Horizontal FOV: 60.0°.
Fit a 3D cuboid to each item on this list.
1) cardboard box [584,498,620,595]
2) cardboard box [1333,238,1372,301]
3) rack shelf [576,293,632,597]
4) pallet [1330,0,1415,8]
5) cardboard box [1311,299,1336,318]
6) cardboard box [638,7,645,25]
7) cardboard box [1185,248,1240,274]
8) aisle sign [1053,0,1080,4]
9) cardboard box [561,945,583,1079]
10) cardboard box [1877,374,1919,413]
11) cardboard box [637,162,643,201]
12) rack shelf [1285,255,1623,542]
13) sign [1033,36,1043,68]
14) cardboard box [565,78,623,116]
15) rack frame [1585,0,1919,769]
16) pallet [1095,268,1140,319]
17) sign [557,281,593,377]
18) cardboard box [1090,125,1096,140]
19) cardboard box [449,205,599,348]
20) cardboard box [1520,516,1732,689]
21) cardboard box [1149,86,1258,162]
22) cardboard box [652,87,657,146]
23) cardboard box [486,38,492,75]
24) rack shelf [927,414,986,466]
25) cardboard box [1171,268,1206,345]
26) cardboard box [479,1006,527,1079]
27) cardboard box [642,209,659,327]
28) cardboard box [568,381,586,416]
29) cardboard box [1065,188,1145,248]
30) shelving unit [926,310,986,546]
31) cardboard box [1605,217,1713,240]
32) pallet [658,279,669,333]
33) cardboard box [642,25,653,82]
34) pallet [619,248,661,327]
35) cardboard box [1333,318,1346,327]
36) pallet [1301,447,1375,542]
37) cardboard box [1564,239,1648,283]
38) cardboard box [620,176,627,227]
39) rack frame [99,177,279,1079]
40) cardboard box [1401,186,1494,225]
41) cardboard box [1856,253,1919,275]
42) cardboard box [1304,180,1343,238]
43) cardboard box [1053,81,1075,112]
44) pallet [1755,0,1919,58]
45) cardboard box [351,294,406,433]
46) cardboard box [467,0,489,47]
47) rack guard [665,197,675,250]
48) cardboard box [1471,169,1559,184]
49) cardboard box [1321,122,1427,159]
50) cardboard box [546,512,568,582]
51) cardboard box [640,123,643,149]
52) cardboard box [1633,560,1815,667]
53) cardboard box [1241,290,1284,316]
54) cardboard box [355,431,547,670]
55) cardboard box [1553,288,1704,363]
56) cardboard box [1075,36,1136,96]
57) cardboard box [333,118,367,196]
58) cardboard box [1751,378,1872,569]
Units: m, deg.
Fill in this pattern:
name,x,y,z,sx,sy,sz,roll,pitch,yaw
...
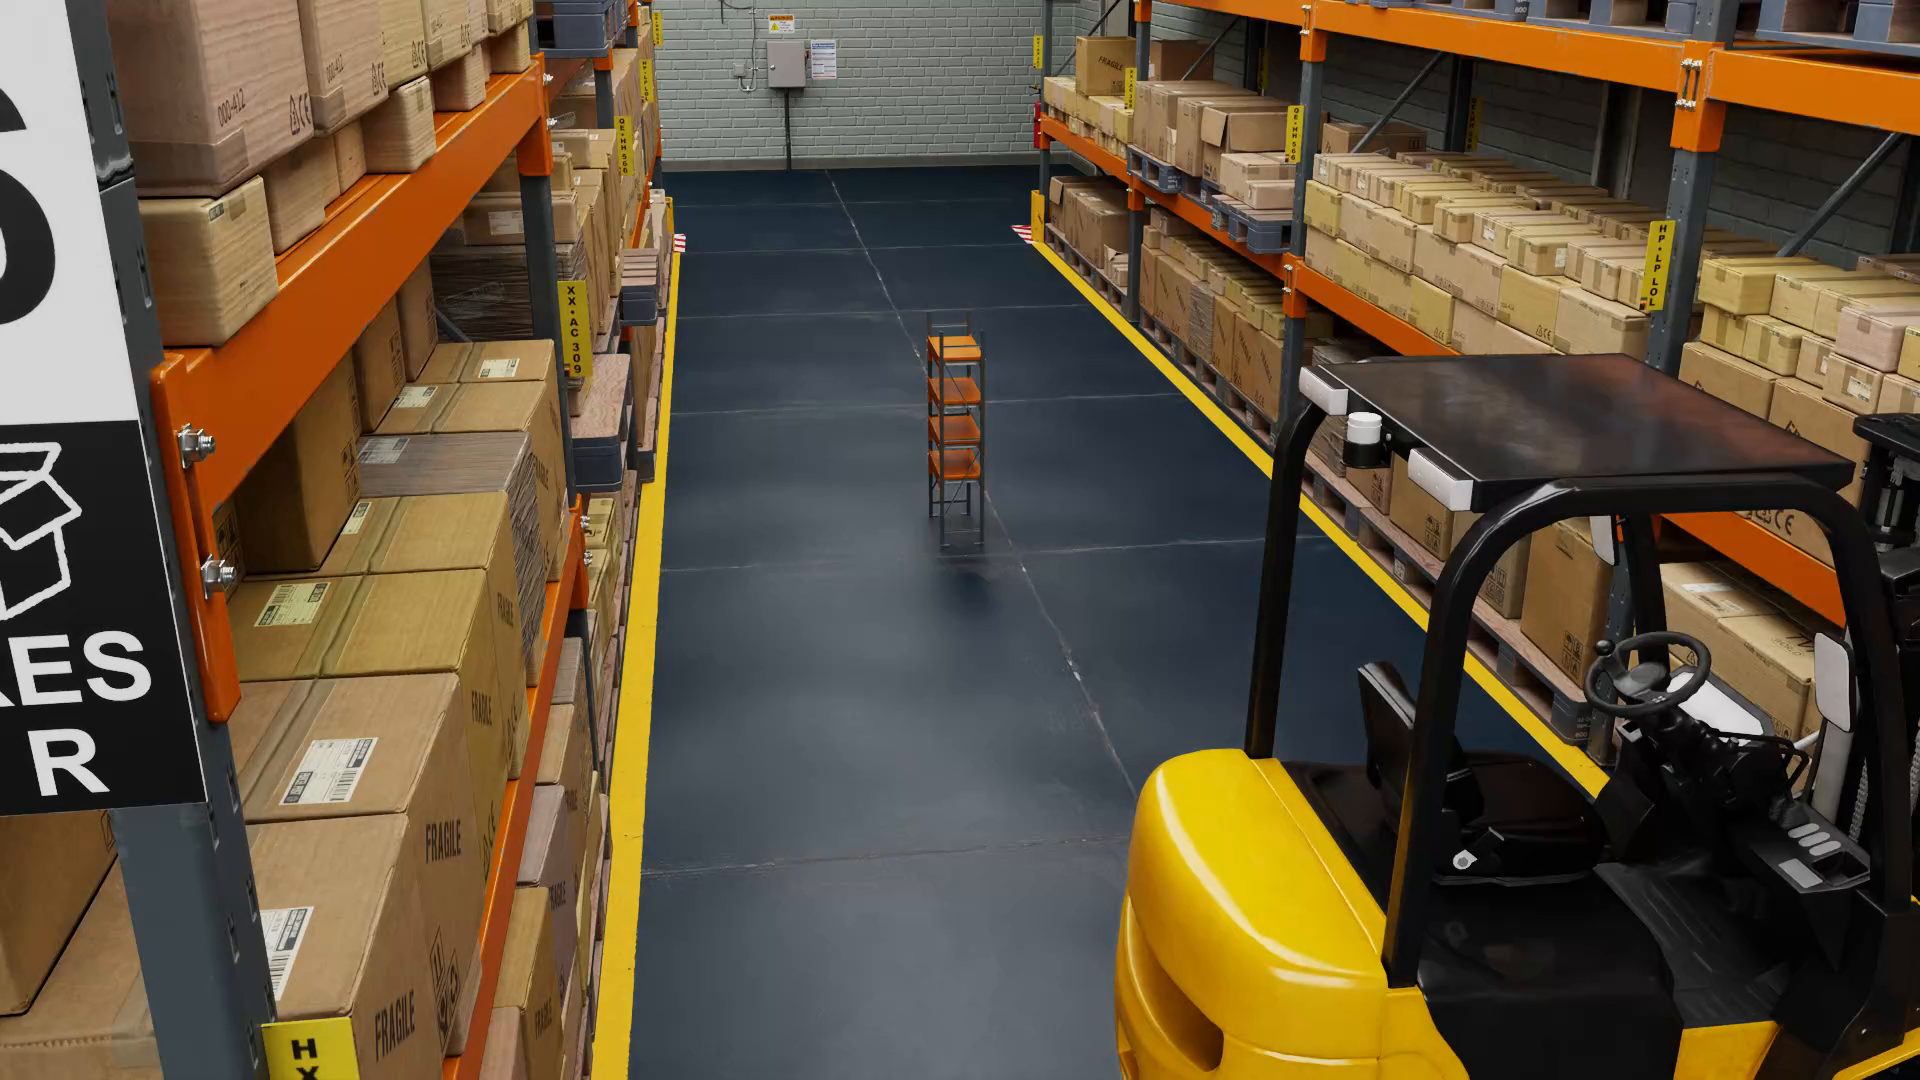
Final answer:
name,x,y,z,sx,sy,sz,roll,pitch,yaw
cardboard box,-2.119,0.090,7.842,0.950,0.372,0.625,-2,21,-6
cardboard box,2.392,-1.499,9.157,0.500,0.250,0.500,-3,21,-9
rack shelf,-2.120,-0.628,7.640,1.077,0.370,4.000,-3,21,-8
pallet,2.689,-2.996,8.933,1.213,0.211,1.003,-2,21,-5
cardboard box,2.609,-1.611,11.287,0.380,0.149,0.250,-3,21,-7
cardboard box,-3.135,-4.872,15.473,0.380,0.149,0.250,-2,21,-7
cardboard box,1.931,-2.124,12.660,0.380,0.149,0.250,-3,21,-8
aisle sign,1.049,-5.906,17.027,0.394,0.787,0.004,-3,21,-8
cardboard box,-1.325,1.370,4.591,0.500,0.250,0.500,-3,21,-7
cardboard box,2.968,-0.393,4.912,0.380,0.149,0.250,-3,21,-8
cardboard box,-2.599,-2.654,12.248,0.500,0.250,0.500,-3,21,-9
rack shelf,2.791,-0.880,8.314,1.077,0.370,4.000,-3,21,-8
sign,0.813,-5.058,17.233,0.100,0.325,0.005,-3,21,-8
cardboard box,-2.319,-2.527,10.124,0.500,0.500,0.500,-3,21,-8
rack frame,3.079,-0.525,6.334,1.000,3.000,0.127,-3,21,-8
pallet,1.828,-2.226,14.874,1.003,0.211,1.213,-3,21,-8
sign,-1.296,-0.709,5.589,0.100,0.325,0.005,-3,21,-8
cardboard box,1.425,-3.810,15.488,0.380,0.149,0.250,-3,21,-8
cardboard box,-1.689,-1.006,6.455,0.500,0.500,0.500,-3,21,-8
cardboard box,2.993,0.211,7.158,0.875,0.625,0.625,-2,21,-5
cardboard box,1.849,-3.180,12.700,0.700,0.500,0.500,-3,21,-7
cardboard box,-3.002,-3.791,14.935,0.500,0.500,0.500,-2,21,-6
cardboard box,-1.535,-1.375,4.682,0.380,0.149,0.250,-3,21,-7
rack shelf,-0.024,-0.556,9.183,0.258,0.148,0.480,-3,21,-8
cardboard box,1.927,-1.784,12.679,0.500,0.500,0.500,-4,21,-9
cardboard box,-1.182,1.370,3.519,0.500,0.500,0.500,-4,21,-10
cardboard box,-2.817,-2.034,12.810,0.875,0.875,0.875,-2,21,-6
cardboard box,-1.599,-0.559,6.185,0.380,0.149,0.250,-3,21,-7
cardboard box,1.429,-3.191,16.444,0.700,0.500,0.500,-2,21,-6
shelving unit,-0.024,-0.619,9.160,0.258,1.200,0.503,-3,21,-8
cardboard box,3.151,-1.365,7.513,0.380,0.149,0.250,-3,21,-8
pallet,-3.017,-2.004,14.279,1.003,0.211,1.213,-3,21,-8
cardboard box,-3.084,-4.437,15.237,0.500,0.500,0.500,-3,21,-8
pallet,-2.200,-1.327,8.755,1.213,0.211,1.003,-3,21,-8
cardboard box,2.668,-1.266,11.292,0.500,0.500,0.500,-3,21,-8
pallet,2.583,-0.316,9.761,1.003,0.211,1.213,-3,21,-8
cardboard box,2.772,-1.158,6.960,0.380,0.149,0.250,-3,21,-8
cardboard box,-2.237,-2.010,9.810,0.500,0.250,0.500,-3,21,-8
rack frame,-1.255,1.112,1.952,1.000,3.000,0.127,-3,21,-8
cardboard box,2.454,-1.689,8.380,0.380,0.149,0.250,-2,21,-7
cardboard box,3.424,-0.919,5.895,0.380,0.149,0.250,-3,21,-8
cardboard box,2.300,-1.906,9.533,0.500,0.250,0.500,-3,21,-8
cardboard box,1.221,-4.403,16.508,0.500,0.250,0.500,-3,21,-7
pallet,3.228,-1.594,5.037,1.003,0.211,1.213,-3,21,-8
cardboard box,-1.931,-0.586,4.502,0.700,0.500,0.500,-3,21,-7
cardboard box,-1.369,-1.256,3.794,0.500,0.250,0.500,-3,21,-9
rack guard,-3.565,-3.265,17.244,1.175,0.500,0.348,-3,21,-8
cardboard box,2.980,-1.899,8.943,0.380,0.149,0.250,-3,21,-9
cardboard box,2.583,-2.339,10.449,0.500,0.500,0.500,-2,21,-5
cardboard box,-1.441,0.027,5.217,0.380,0.149,0.250,-2,21,-7
cardboard box,-2.681,-3.066,12.639,0.500,0.250,0.500,-3,21,-8
cardboard box,2.839,0.282,6.076,0.500,0.250,0.500,-3,21,-9
cardboard box,2.117,-1.584,11.215,0.380,0.149,0.250,-4,21,-10
cardboard box,-1.362,0.039,4.255,0.500,0.500,0.500,-2,21,-6
cardboard box,2.756,-0.846,6.693,0.500,0.250,0.500,-3,21,-9
cardboard box,1.365,-4.410,15.453,0.500,0.500,0.500,-2,21,-6
cardboard box,-1.215,-0.663,2.776,0.380,0.149,0.250,-4,21,-9
cardboard box,2.976,-0.225,5.389,0.500,0.500,0.500,-3,21,-7
